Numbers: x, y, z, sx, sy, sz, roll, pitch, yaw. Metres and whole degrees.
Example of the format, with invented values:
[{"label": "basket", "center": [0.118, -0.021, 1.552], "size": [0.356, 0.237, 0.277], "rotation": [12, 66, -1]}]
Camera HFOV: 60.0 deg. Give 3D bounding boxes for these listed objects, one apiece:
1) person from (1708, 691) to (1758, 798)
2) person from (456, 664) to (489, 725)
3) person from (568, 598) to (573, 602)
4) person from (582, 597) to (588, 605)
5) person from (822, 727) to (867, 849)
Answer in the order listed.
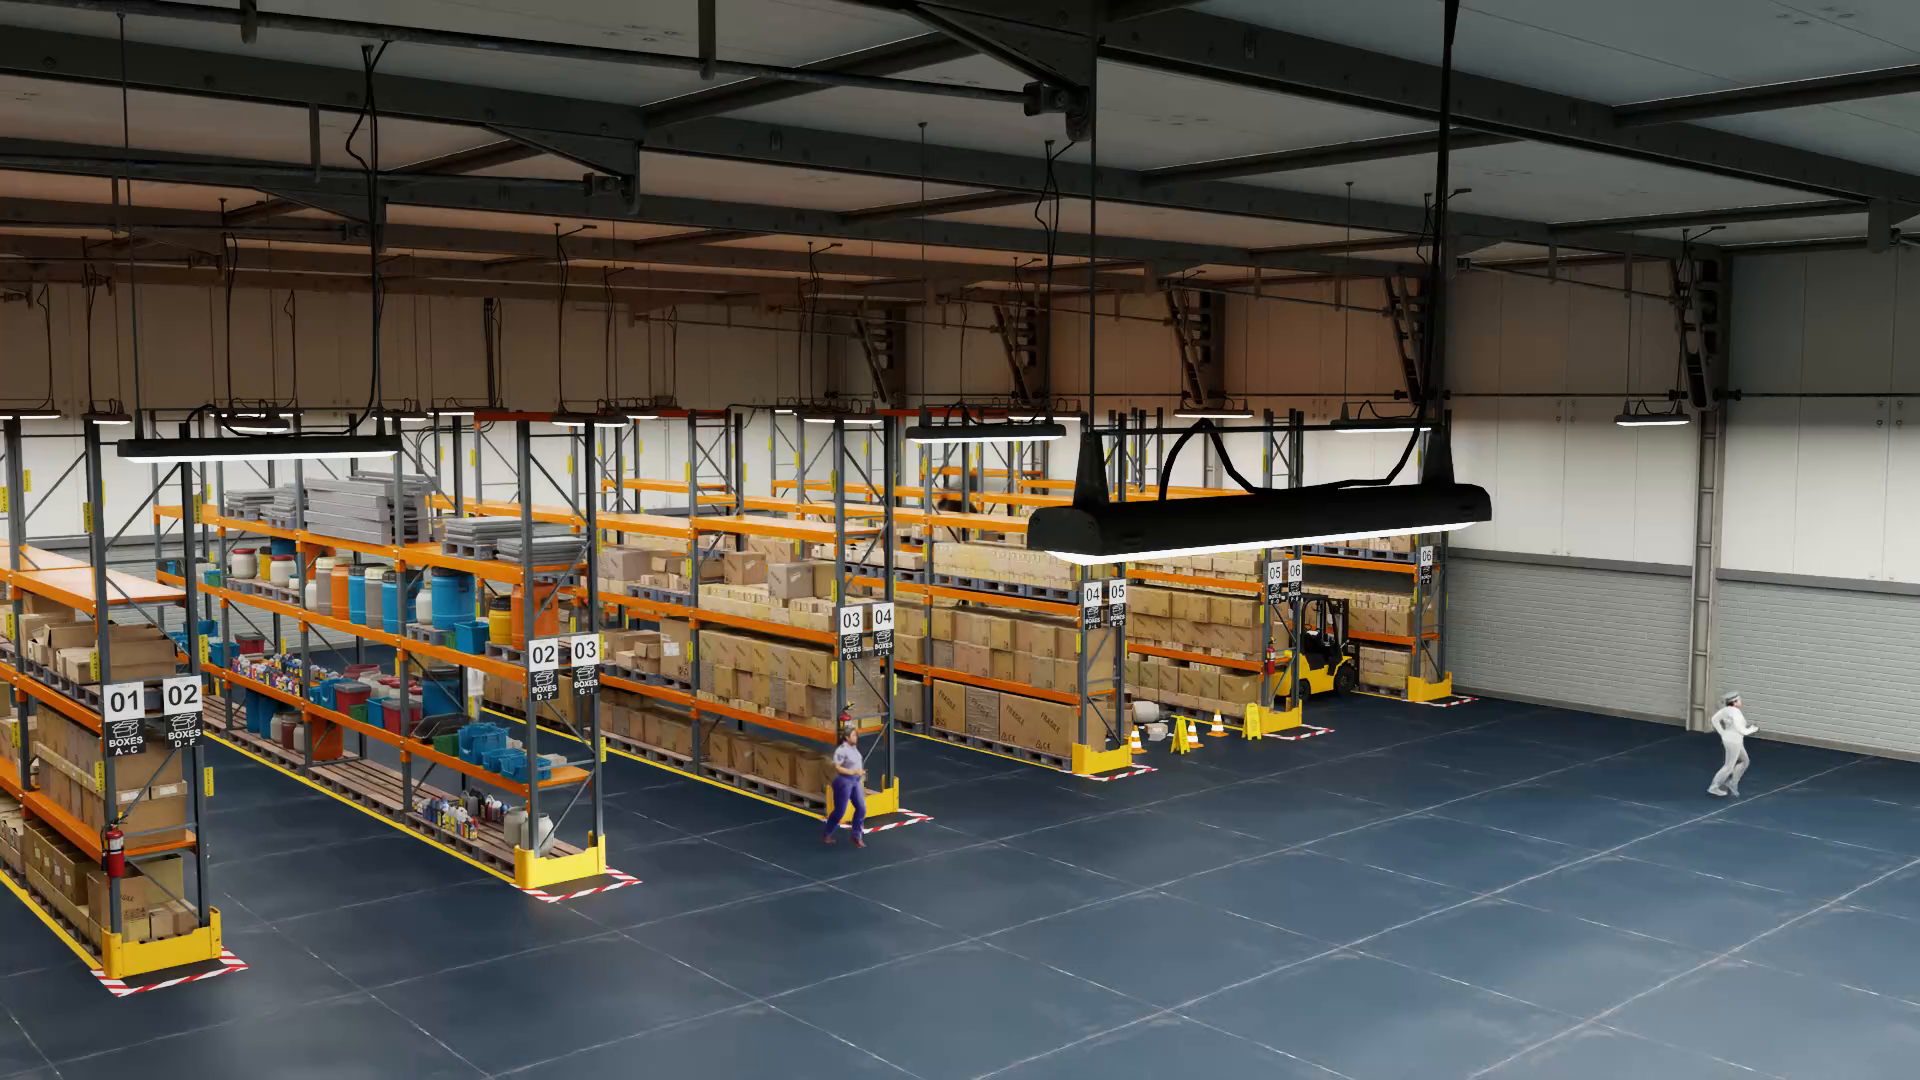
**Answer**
[{"label": "person", "center": [12.100, 3.206, 26.030], "size": [0.703, 1.725, 0.579], "rotation": [1, 5, 11]}, {"label": "person", "center": [-8.728, 2.815, 29.725], "size": [0.861, 1.827, 0.667], "rotation": [3, 6, 34]}, {"label": "person", "center": [-9.001, 2.269, 38.419], "size": [0.669, 1.388, 0.758], "rotation": [-3, 6, -30]}, {"label": "person", "center": [-9.208, 1.973, 40.202], "size": [0.679, 1.734, 0.644], "rotation": [2, 6, 24]}, {"label": "person", "center": [-1.544, 3.473, 23.374], "size": [0.691, 1.679, 0.655], "rotation": [3, 6, 31]}]
